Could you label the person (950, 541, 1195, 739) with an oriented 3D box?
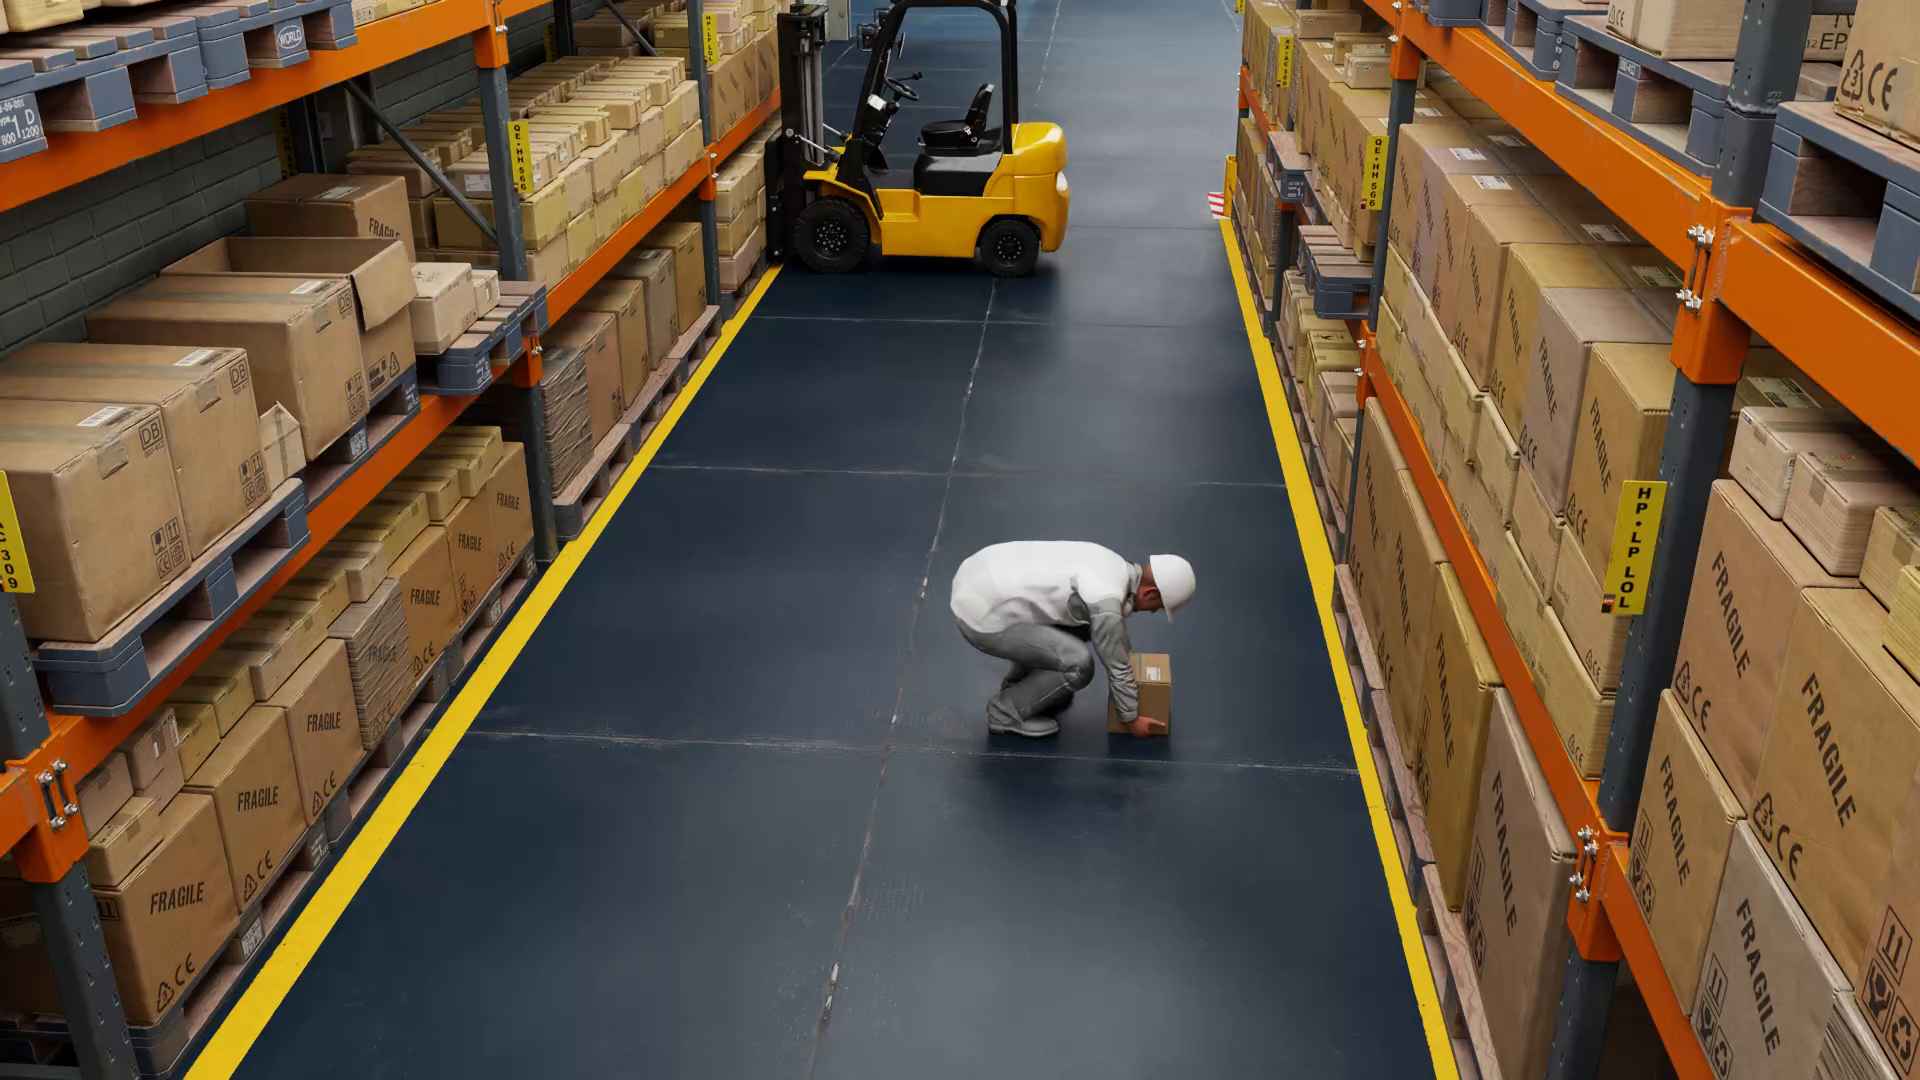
[{"bbox_3d":[0.463,0.394,6.908,0.999,0.815,0.497,1,24,3],"label":"person"}]
